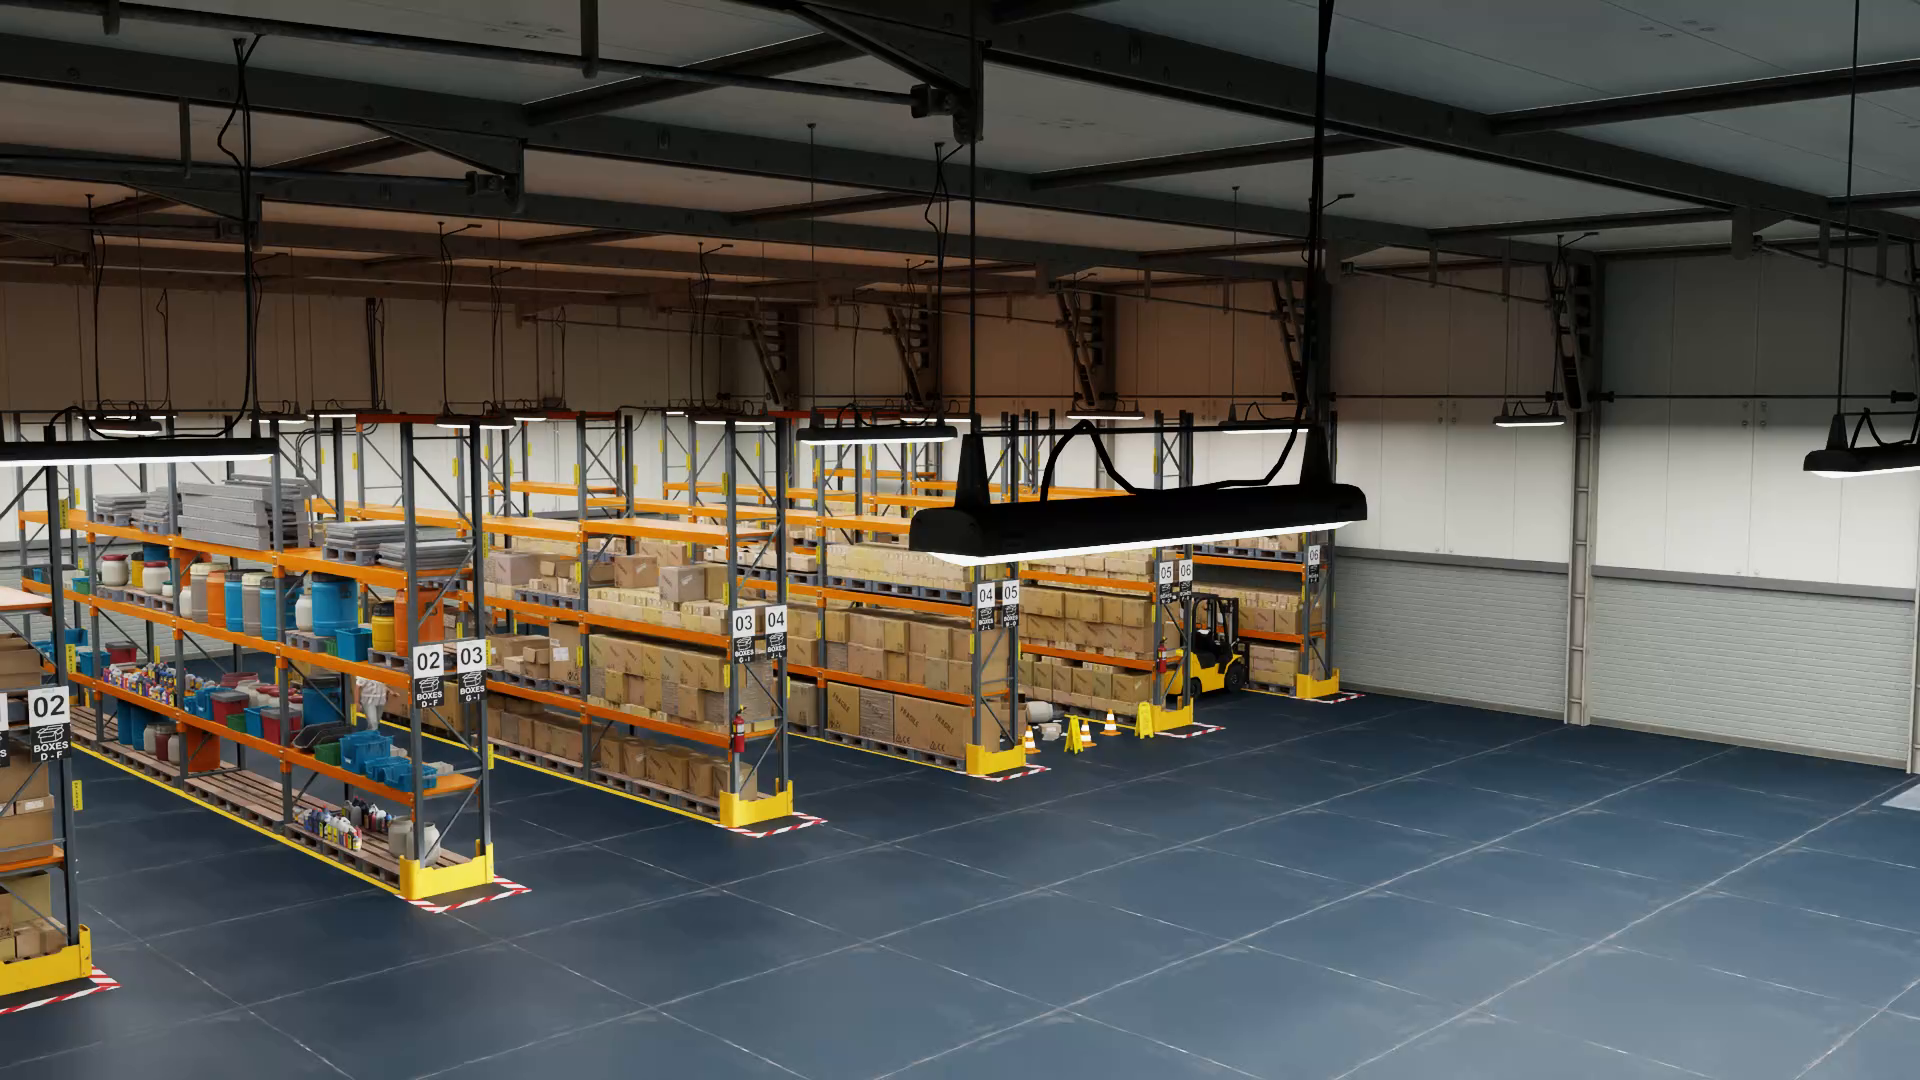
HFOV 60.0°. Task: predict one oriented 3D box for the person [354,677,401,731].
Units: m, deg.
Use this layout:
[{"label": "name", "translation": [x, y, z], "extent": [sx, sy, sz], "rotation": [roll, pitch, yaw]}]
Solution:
[{"label": "person", "translation": [-10.435, 2.907, 29.661], "extent": [0.995, 1.765, 0.762], "rotation": [5, 7, 44]}]
